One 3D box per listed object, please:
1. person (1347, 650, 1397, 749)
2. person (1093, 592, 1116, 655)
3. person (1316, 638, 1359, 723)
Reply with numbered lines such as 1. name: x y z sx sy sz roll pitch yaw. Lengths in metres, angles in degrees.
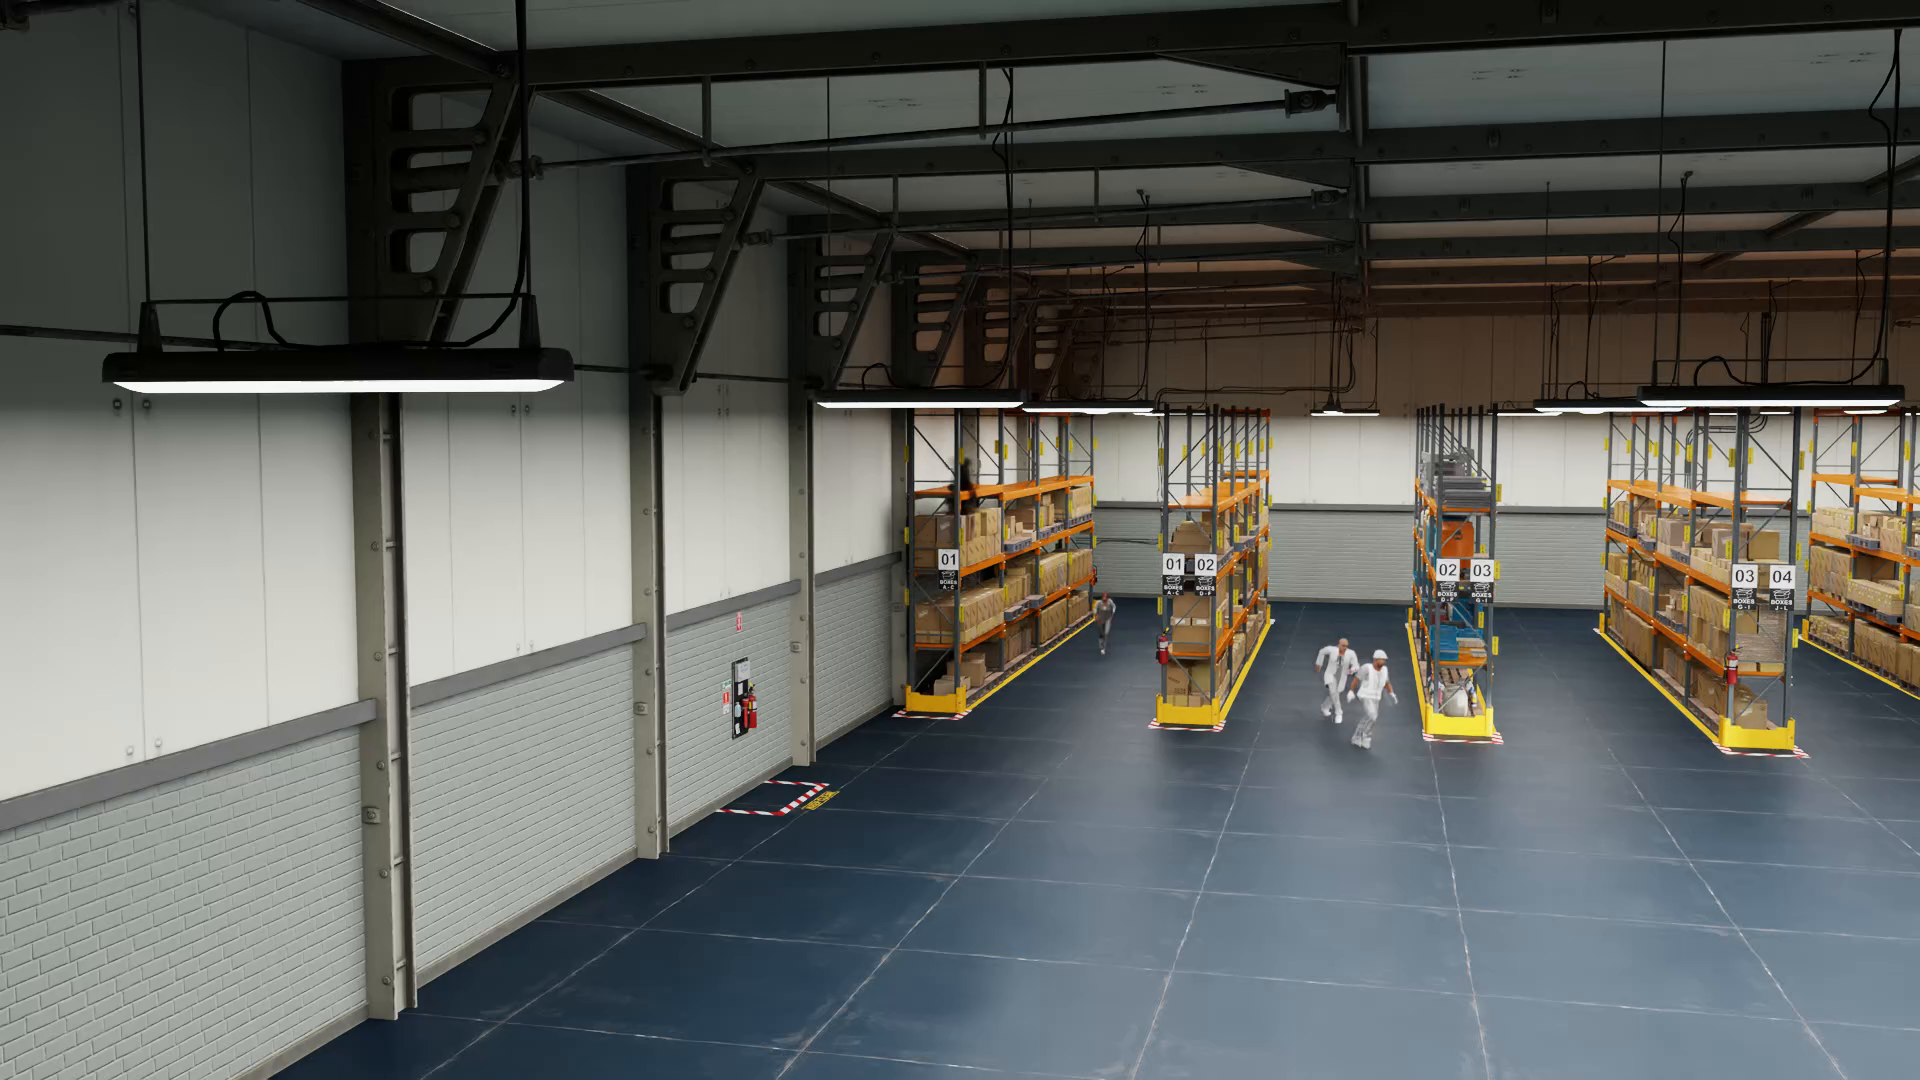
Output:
1. person: 7.144 2.741 28.839 0.649 1.708 0.791 -3 5 -33
2. person: 3.526 2.011 40.767 0.549 1.552 0.863 0 4 -4
3. person: 7.121 2.609 31.445 0.705 1.600 1.192 0 4 -3
